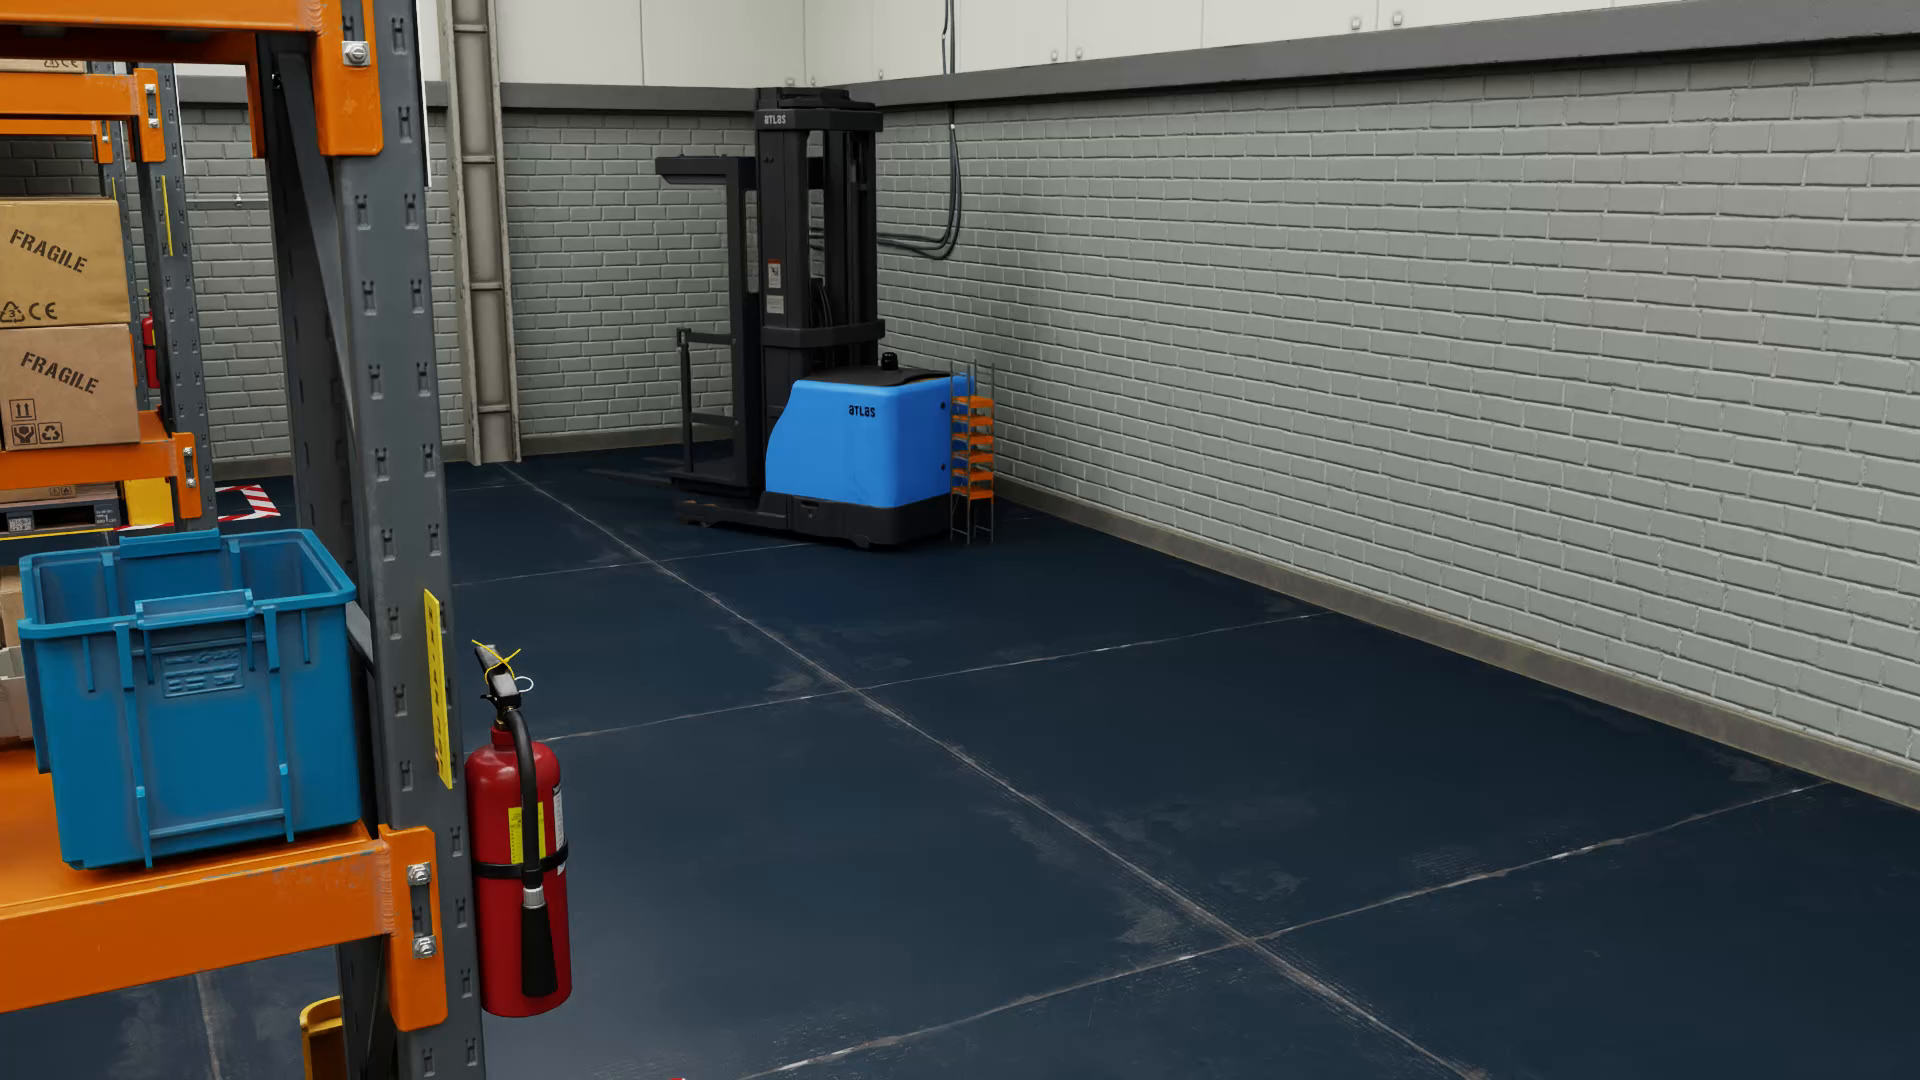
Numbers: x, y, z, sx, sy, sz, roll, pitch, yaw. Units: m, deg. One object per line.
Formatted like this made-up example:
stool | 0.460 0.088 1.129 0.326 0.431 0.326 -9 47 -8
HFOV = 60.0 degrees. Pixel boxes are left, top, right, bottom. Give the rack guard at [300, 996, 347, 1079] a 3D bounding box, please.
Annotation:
rack guard | -1.140 1.440 3.570 0.348 0.500 1.175 -7 14 -28

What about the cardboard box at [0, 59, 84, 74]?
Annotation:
cardboard box | -3.849 -2.014 6.738 0.500 0.250 0.500 -7 14 -28

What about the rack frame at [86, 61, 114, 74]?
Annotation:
rack frame | -5.901 -4.610 11.098 0.127 3.000 1.000 -7 14 -28

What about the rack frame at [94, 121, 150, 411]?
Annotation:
rack frame | -5.901 -1.683 11.757 0.127 3.000 1.000 -7 14 -28

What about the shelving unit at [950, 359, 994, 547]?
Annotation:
shelving unit | 0.078 -0.571 10.915 0.189 1.200 0.258 -8 15 -30

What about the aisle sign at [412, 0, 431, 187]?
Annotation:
aisle sign | -0.951 -0.993 2.771 0.004 0.787 0.394 -7 14 -28

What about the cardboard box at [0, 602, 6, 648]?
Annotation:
cardboard box | -4.577 0.453 7.525 0.500 0.250 0.500 -7 14 -28

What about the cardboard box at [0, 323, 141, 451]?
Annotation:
cardboard box | -3.787 -0.678 7.063 0.500 0.500 0.500 -6 14 -26

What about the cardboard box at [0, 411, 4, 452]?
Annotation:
cardboard box | -4.241 -0.623 6.818 0.500 0.500 0.500 -7 14 -27

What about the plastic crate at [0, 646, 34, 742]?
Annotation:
plastic crate | -1.850 0.306 3.383 0.298 0.136 0.250 -7 14 -28

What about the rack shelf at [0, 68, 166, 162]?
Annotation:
rack shelf | -5.280 -1.631 6.331 4.000 0.370 1.077 -7 14 -28

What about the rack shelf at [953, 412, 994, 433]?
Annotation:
rack shelf | 0.078 -0.762 10.872 0.180 0.103 0.258 -8 15 -30

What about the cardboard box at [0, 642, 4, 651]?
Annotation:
cardboard box | -4.282 0.569 7.202 0.250 0.166 0.380 -7 14 -28

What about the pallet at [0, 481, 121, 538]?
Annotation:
pallet | -6.566 -0.224 11.622 1.213 0.211 1.003 -7 14 -28

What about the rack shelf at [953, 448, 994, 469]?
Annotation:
rack shelf | 0.078 -0.528 10.925 0.180 0.103 0.258 -8 15 -30

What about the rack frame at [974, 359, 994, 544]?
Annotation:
rack frame | 0.157 -0.582 10.961 0.006 1.200 0.240 -8 15 -30

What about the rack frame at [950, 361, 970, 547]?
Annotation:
rack frame | 0.000 -0.561 10.869 0.006 1.200 0.240 -8 15 -30

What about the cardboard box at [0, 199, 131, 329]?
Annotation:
cardboard box | -3.783 -1.166 6.952 0.500 0.500 0.500 -7 14 -28

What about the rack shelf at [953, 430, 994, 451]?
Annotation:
rack shelf | 0.078 -0.645 10.899 0.180 0.103 0.258 -8 15 -30

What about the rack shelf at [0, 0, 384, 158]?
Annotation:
rack shelf | -2.910 -0.676 2.088 4.000 0.370 1.077 -7 14 -28

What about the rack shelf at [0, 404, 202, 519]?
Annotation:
rack shelf | -5.280 -0.168 6.661 4.000 0.370 1.077 -7 14 -28

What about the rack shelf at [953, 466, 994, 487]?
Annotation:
rack shelf | 0.078 -0.411 10.951 0.180 0.103 0.258 -8 15 -30

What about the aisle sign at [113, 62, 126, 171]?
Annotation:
aisle sign | -5.694 -2.901 11.248 0.004 0.787 0.394 -7 14 -28

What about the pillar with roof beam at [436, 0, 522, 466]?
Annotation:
pillar with roof beam | -1.883 -4.231 9.415 0.400 9.000 9.100 -7 14 -28

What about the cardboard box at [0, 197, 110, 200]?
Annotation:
cardboard box | -4.040 -1.270 7.414 0.500 0.500 0.500 -6 14 -26

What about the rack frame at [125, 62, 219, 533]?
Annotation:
rack frame | -3.525 -0.729 7.517 0.127 3.000 1.000 -7 14 -28

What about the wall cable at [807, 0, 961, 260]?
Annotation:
wall cable | -0.766 -3.621 13.777 0.112 2.526 3.097 -7 14 -28

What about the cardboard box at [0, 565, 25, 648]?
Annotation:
cardboard box | -3.884 0.381 7.278 0.500 0.500 0.500 -7 14 -28

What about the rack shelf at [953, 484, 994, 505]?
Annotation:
rack shelf | 0.078 -0.294 10.978 0.180 0.103 0.258 -8 15 -30

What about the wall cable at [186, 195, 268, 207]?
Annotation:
wall cable | -5.231 -2.496 13.054 1.851 1.984 0.084 -7 14 -28

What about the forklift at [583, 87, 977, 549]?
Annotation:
forklift | -1.381 -1.604 11.560 3.031 2.935 1.130 9 15 34

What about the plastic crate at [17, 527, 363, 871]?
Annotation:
plastic crate | -1.359 0.251 2.946 0.499 0.435 0.616 -7 14 -28

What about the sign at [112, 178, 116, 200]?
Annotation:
sign | -5.654 -2.258 11.133 0.005 0.325 0.100 -7 14 -28

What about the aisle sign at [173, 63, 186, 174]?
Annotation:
aisle sign | -3.318 -1.945 7.001 0.004 0.787 0.394 -7 14 -28

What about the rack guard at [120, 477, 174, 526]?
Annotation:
rack guard | -5.880 -0.466 12.043 0.348 0.500 1.175 -7 14 -28

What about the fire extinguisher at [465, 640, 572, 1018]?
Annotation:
fire extinguisher | -0.804 0.517 3.004 0.183 0.674 0.296 -7 14 -28

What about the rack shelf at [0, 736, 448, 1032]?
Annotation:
rack shelf | -2.910 0.787 2.417 4.000 0.370 1.077 -7 14 -28

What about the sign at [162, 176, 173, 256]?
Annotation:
sign | -3.276 -1.339 6.870 0.005 0.325 0.100 -7 14 -28

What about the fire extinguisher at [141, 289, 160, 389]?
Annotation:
fire extinguisher | -5.548 -1.391 11.482 0.183 0.674 0.296 -7 14 -28

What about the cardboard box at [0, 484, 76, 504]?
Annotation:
cardboard box | -6.468 -0.576 11.572 0.500 0.500 0.700 -7 14 -28

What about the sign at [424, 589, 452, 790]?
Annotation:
sign | -0.877 0.251 2.792 0.005 0.325 0.100 -7 14 -28

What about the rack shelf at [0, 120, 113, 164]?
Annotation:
rack shelf | -7.657 -2.585 10.572 4.000 0.370 1.077 -7 14 -28

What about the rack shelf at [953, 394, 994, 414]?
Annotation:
rack shelf | 0.078 -0.879 10.846 0.180 0.103 0.258 -8 15 -30

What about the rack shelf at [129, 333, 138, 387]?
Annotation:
rack shelf | -7.657 -1.122 10.901 4.000 0.370 1.077 -7 14 -28
